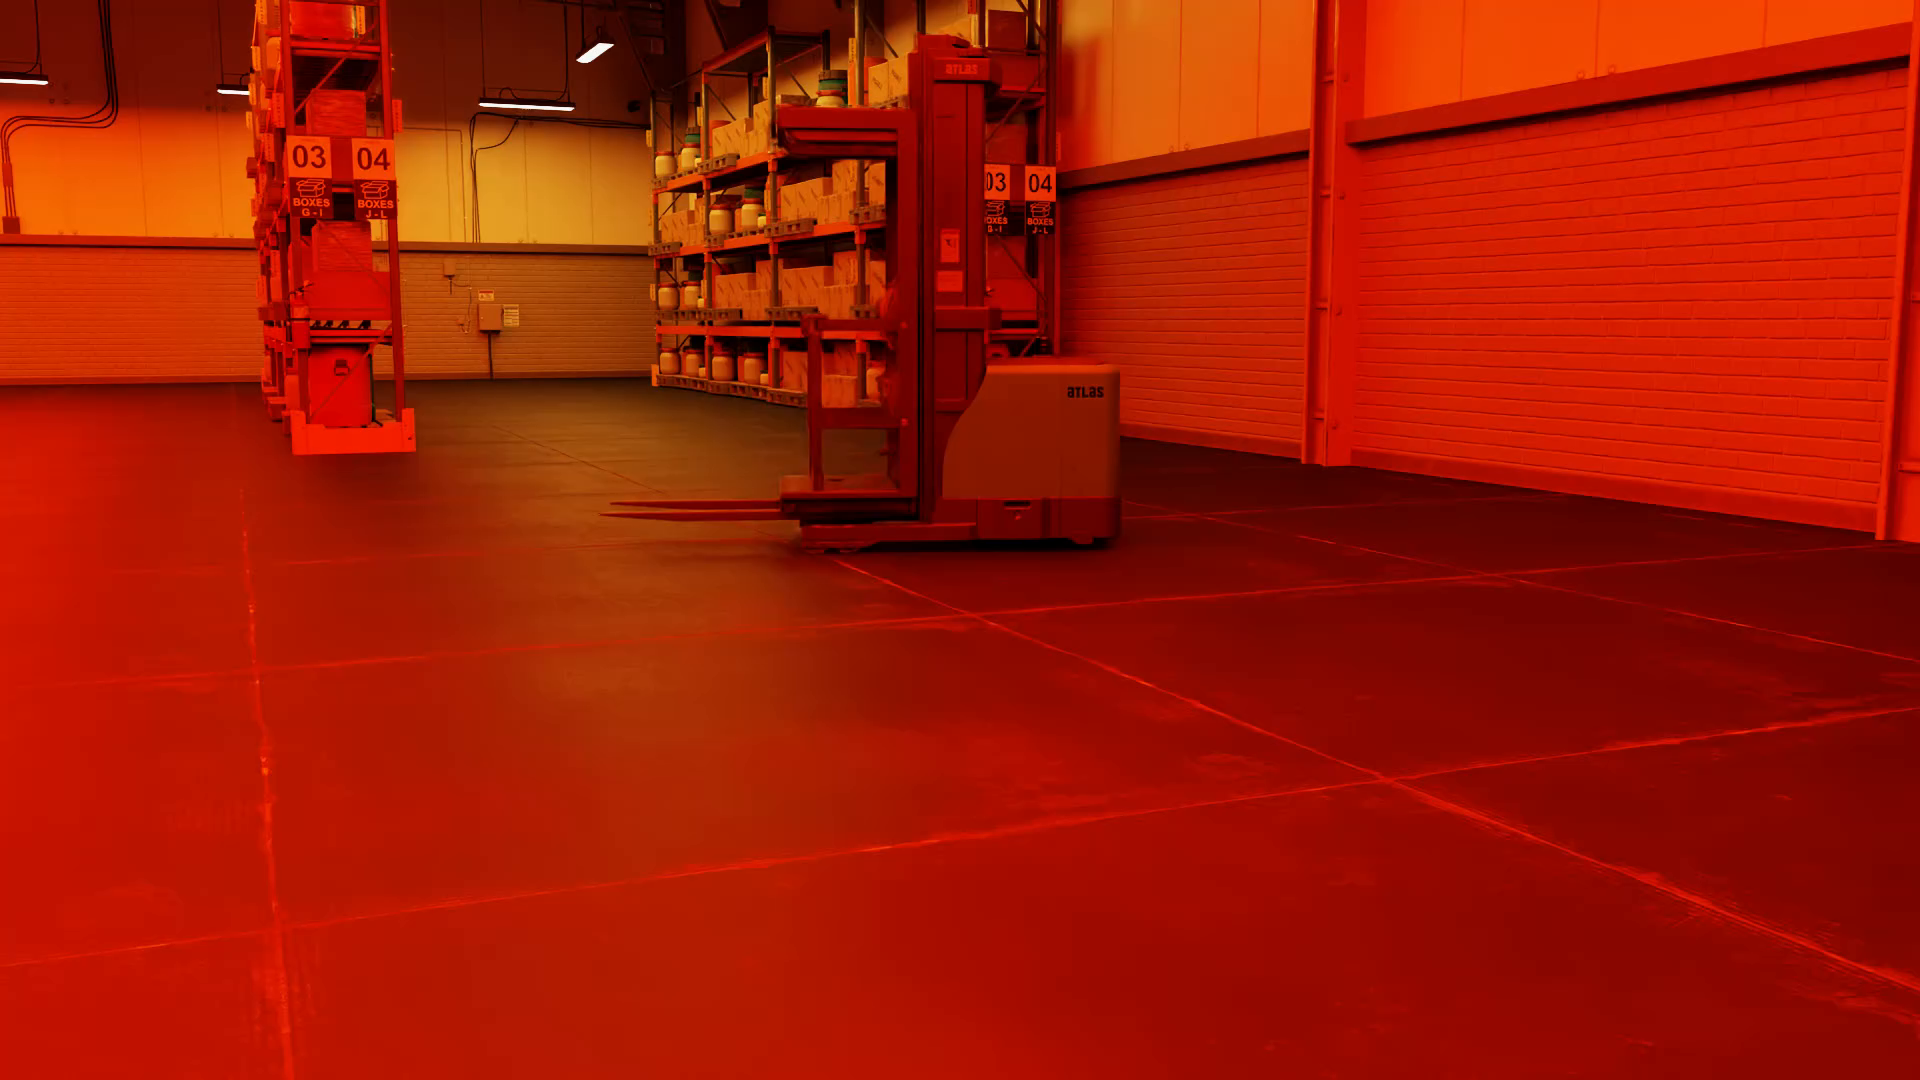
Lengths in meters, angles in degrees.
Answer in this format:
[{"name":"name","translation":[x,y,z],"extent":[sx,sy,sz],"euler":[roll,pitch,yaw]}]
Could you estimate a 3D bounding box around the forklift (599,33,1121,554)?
[{"name":"forklift","translation":[-0.606,-1.444,9.894],"extent":[3.031,2.935,1.130],"euler":[-1,8,-6]}]
